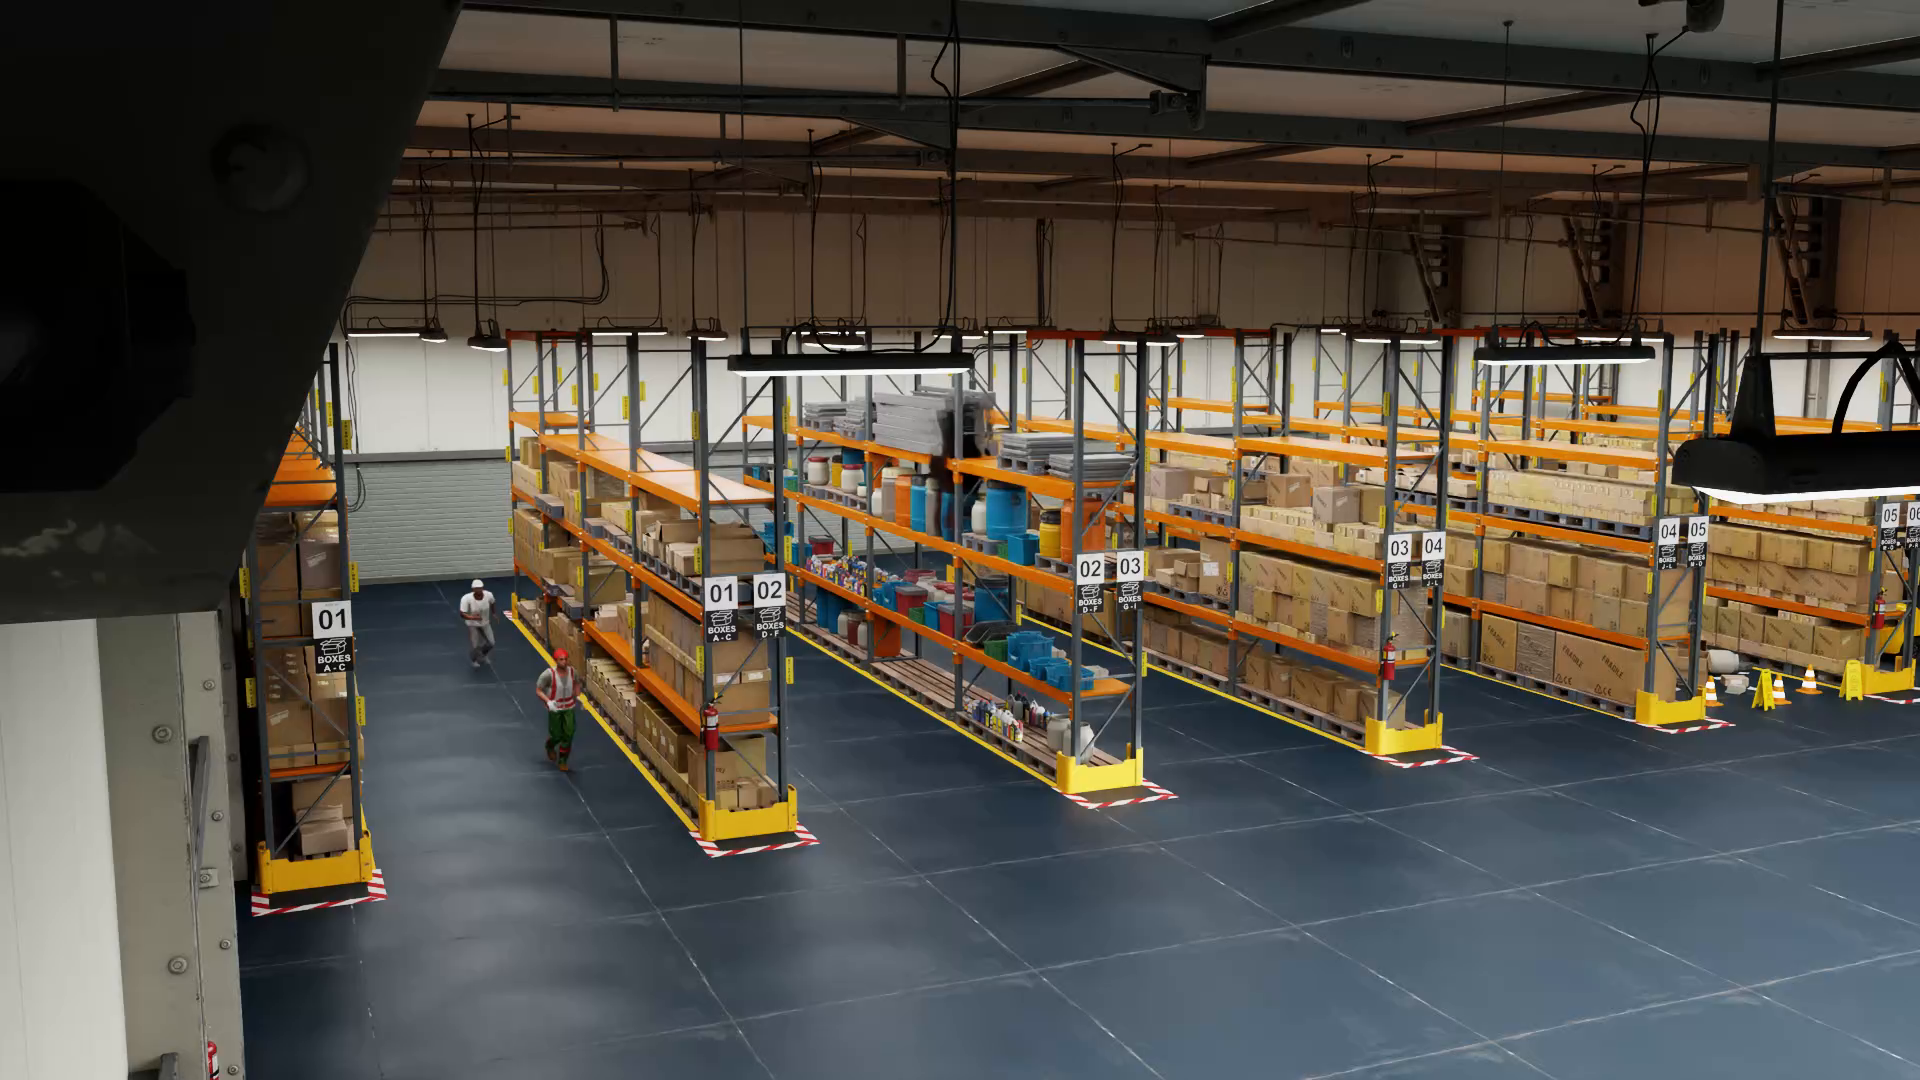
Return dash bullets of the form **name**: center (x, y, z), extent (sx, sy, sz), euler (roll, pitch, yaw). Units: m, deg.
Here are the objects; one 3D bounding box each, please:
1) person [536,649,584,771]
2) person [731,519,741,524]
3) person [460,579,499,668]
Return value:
- **person**: center (-5.604, 2.342, 23.194), extent (0.653, 1.733, 0.715), euler (-5, 9, -31)
- **person**: center (-5.500, 0.279, 38.998), extent (0.747, 1.557, 0.522), euler (0, 8, 4)
- **person**: center (-8.545, 1.496, 29.601), extent (0.724, 1.653, 0.819), euler (-5, 9, -33)
